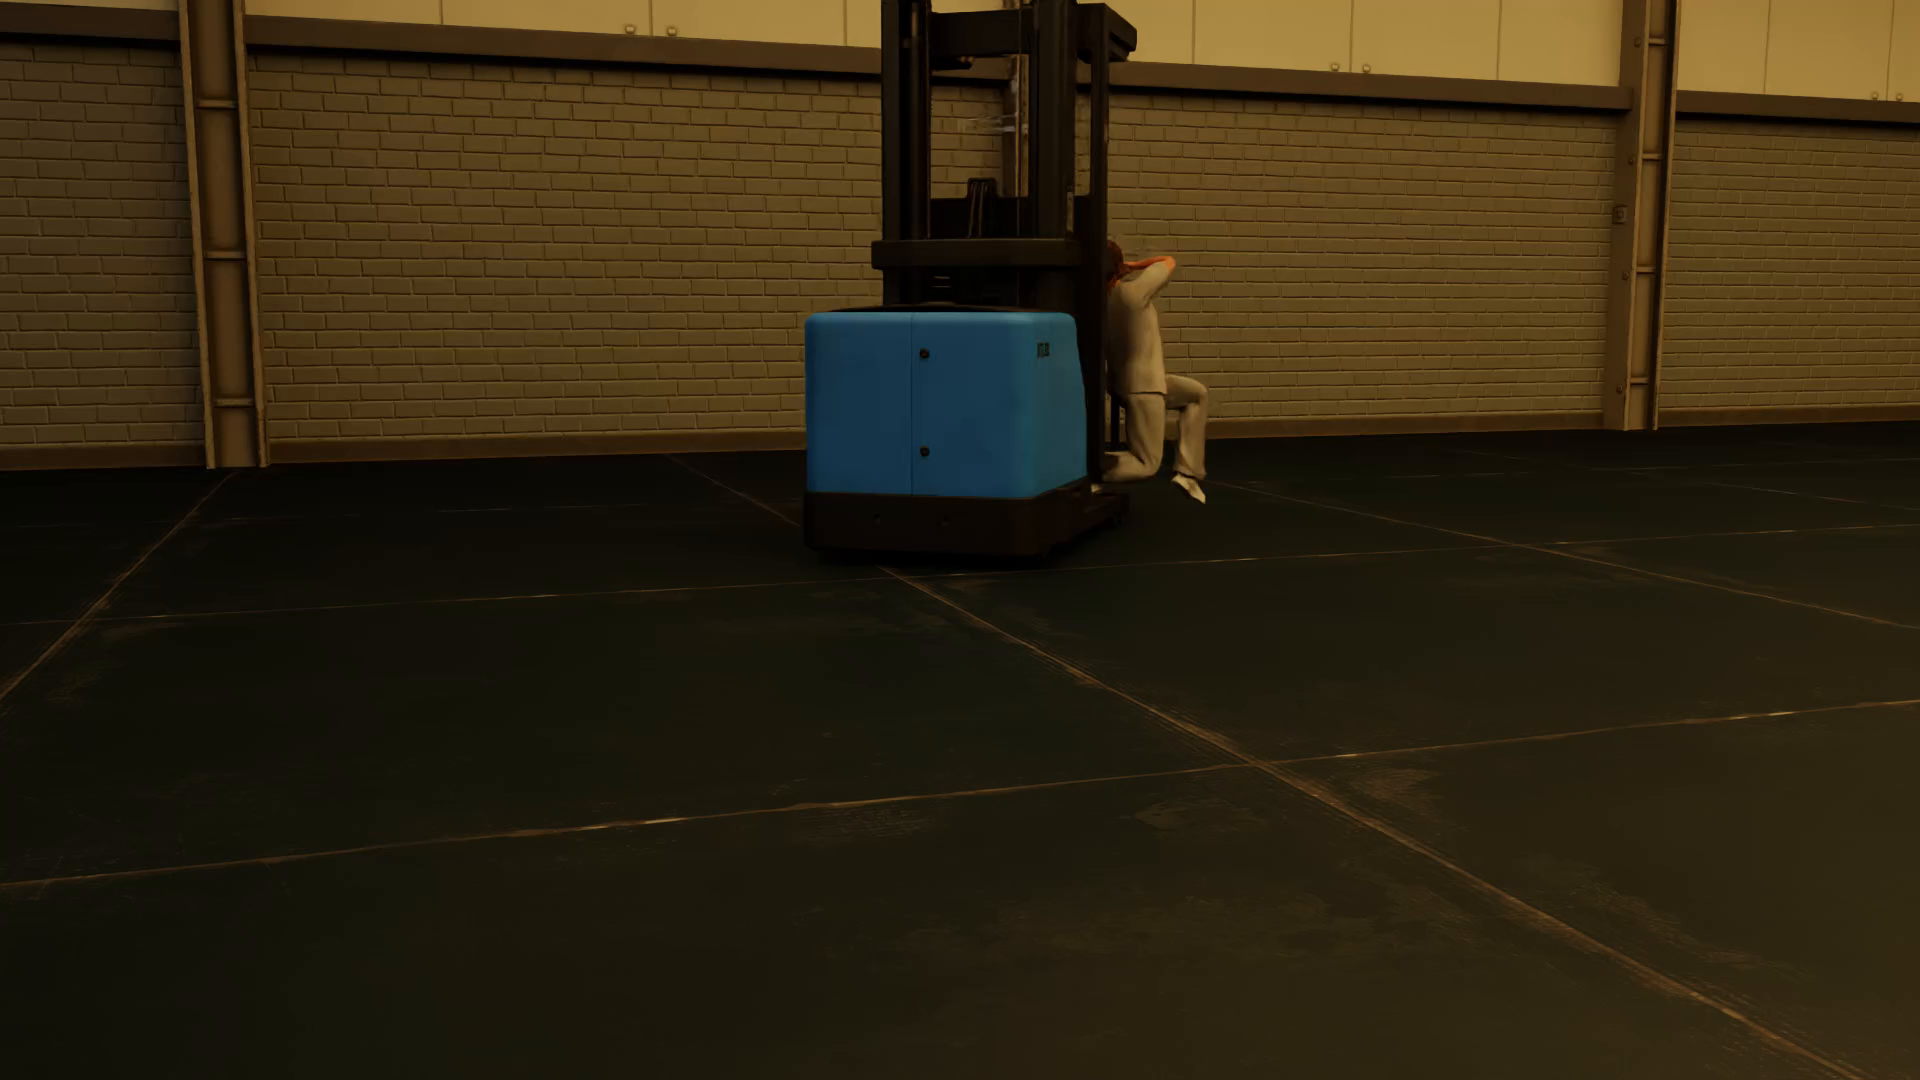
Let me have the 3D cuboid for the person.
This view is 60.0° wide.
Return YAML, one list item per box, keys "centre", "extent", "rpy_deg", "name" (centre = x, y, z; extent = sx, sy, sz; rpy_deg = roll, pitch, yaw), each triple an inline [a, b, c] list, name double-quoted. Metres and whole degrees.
- centre: [0.795, -0.871, 8.712]
  extent: [0.942, 1.370, 0.884]
  rpy_deg: [-4, 9, -28]
  name: "person"

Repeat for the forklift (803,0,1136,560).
- centre: [0.245, -1.526, 8.268]
  extent: [1.130, 2.935, 3.031]
  rpy_deg: [2, 8, 17]
  name: "forklift"
